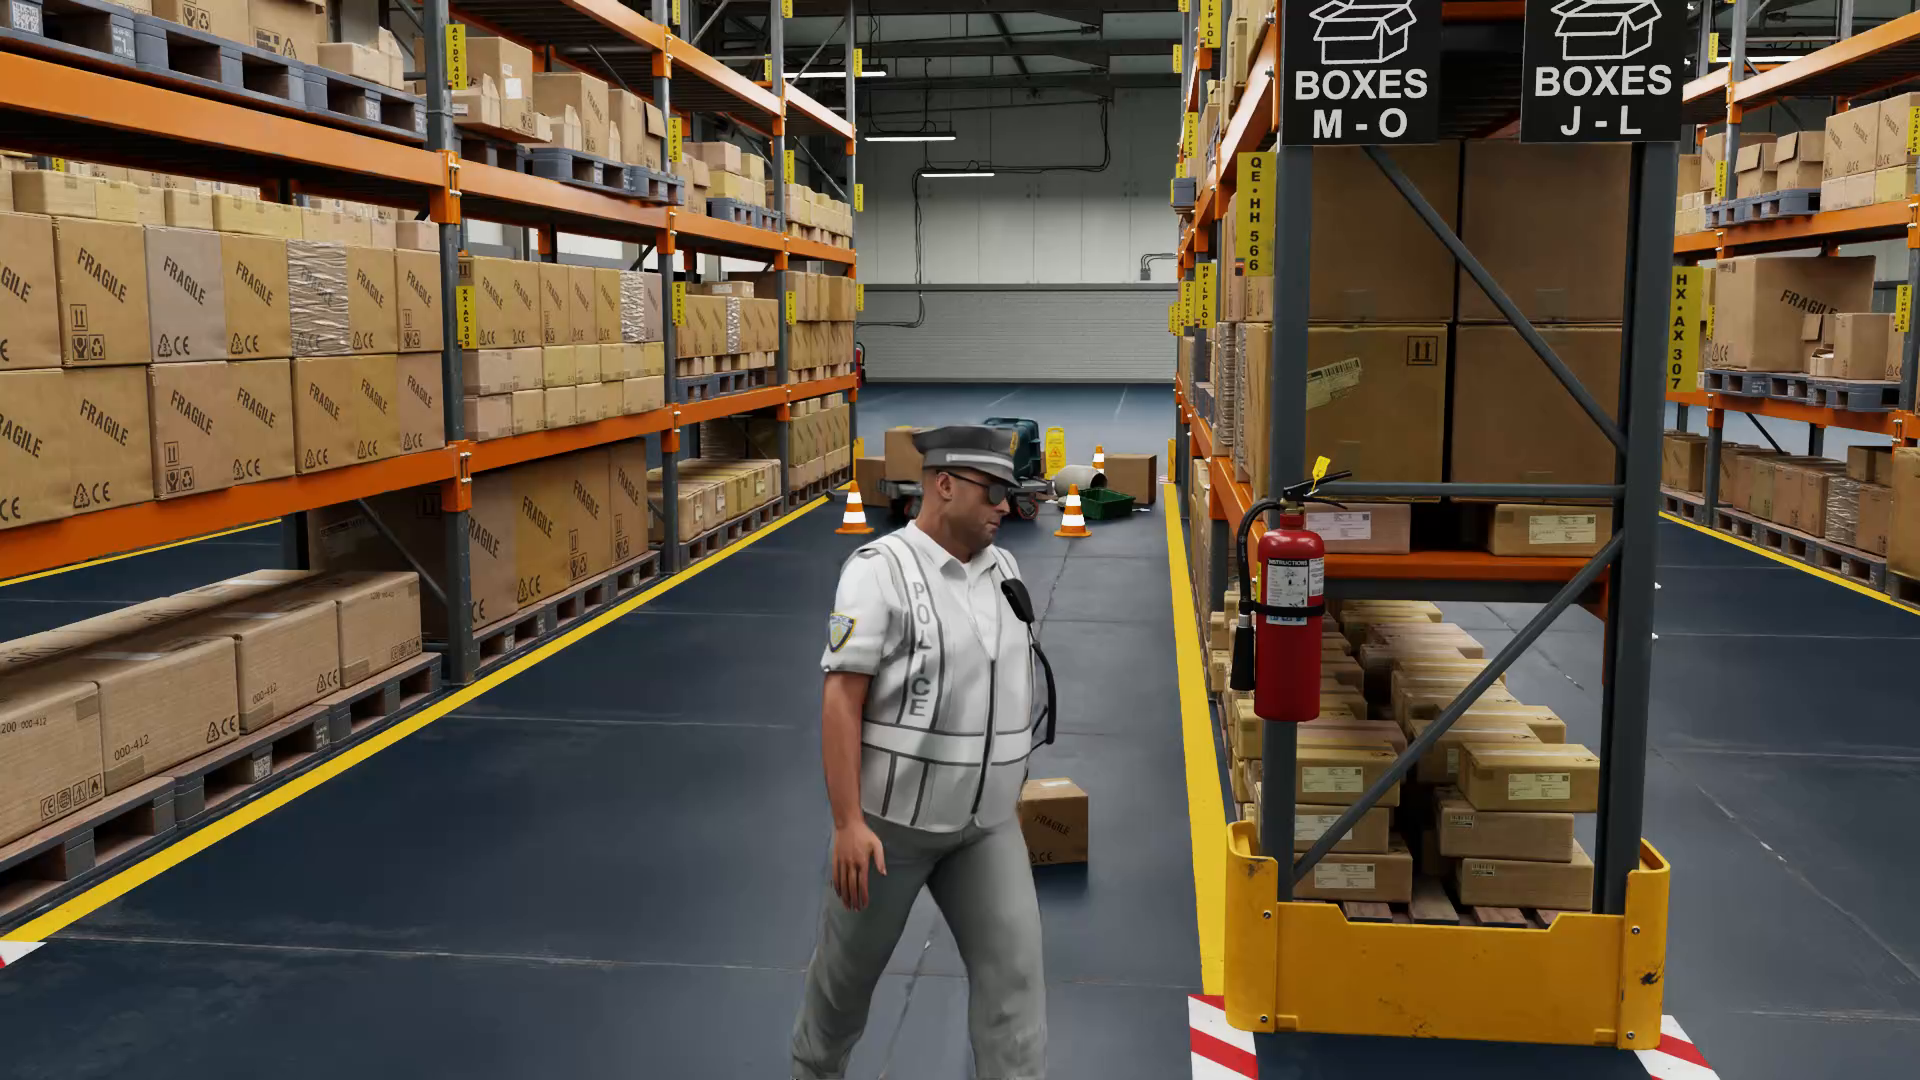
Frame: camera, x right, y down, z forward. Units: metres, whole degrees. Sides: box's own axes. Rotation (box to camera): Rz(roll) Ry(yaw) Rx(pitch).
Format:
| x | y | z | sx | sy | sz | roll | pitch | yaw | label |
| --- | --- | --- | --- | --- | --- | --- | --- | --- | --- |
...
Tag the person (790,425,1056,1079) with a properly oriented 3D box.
| x | y | z | sx | sy | sz | roll | pitch | yaw | label |
| --- | --- | --- | --- | --- | --- | --- | --- | --- | --- |
| -0.027 | 0.614 | 3.669 | 0.648 | 1.729 | 0.952 | -5 | 9 | -33 | person |
